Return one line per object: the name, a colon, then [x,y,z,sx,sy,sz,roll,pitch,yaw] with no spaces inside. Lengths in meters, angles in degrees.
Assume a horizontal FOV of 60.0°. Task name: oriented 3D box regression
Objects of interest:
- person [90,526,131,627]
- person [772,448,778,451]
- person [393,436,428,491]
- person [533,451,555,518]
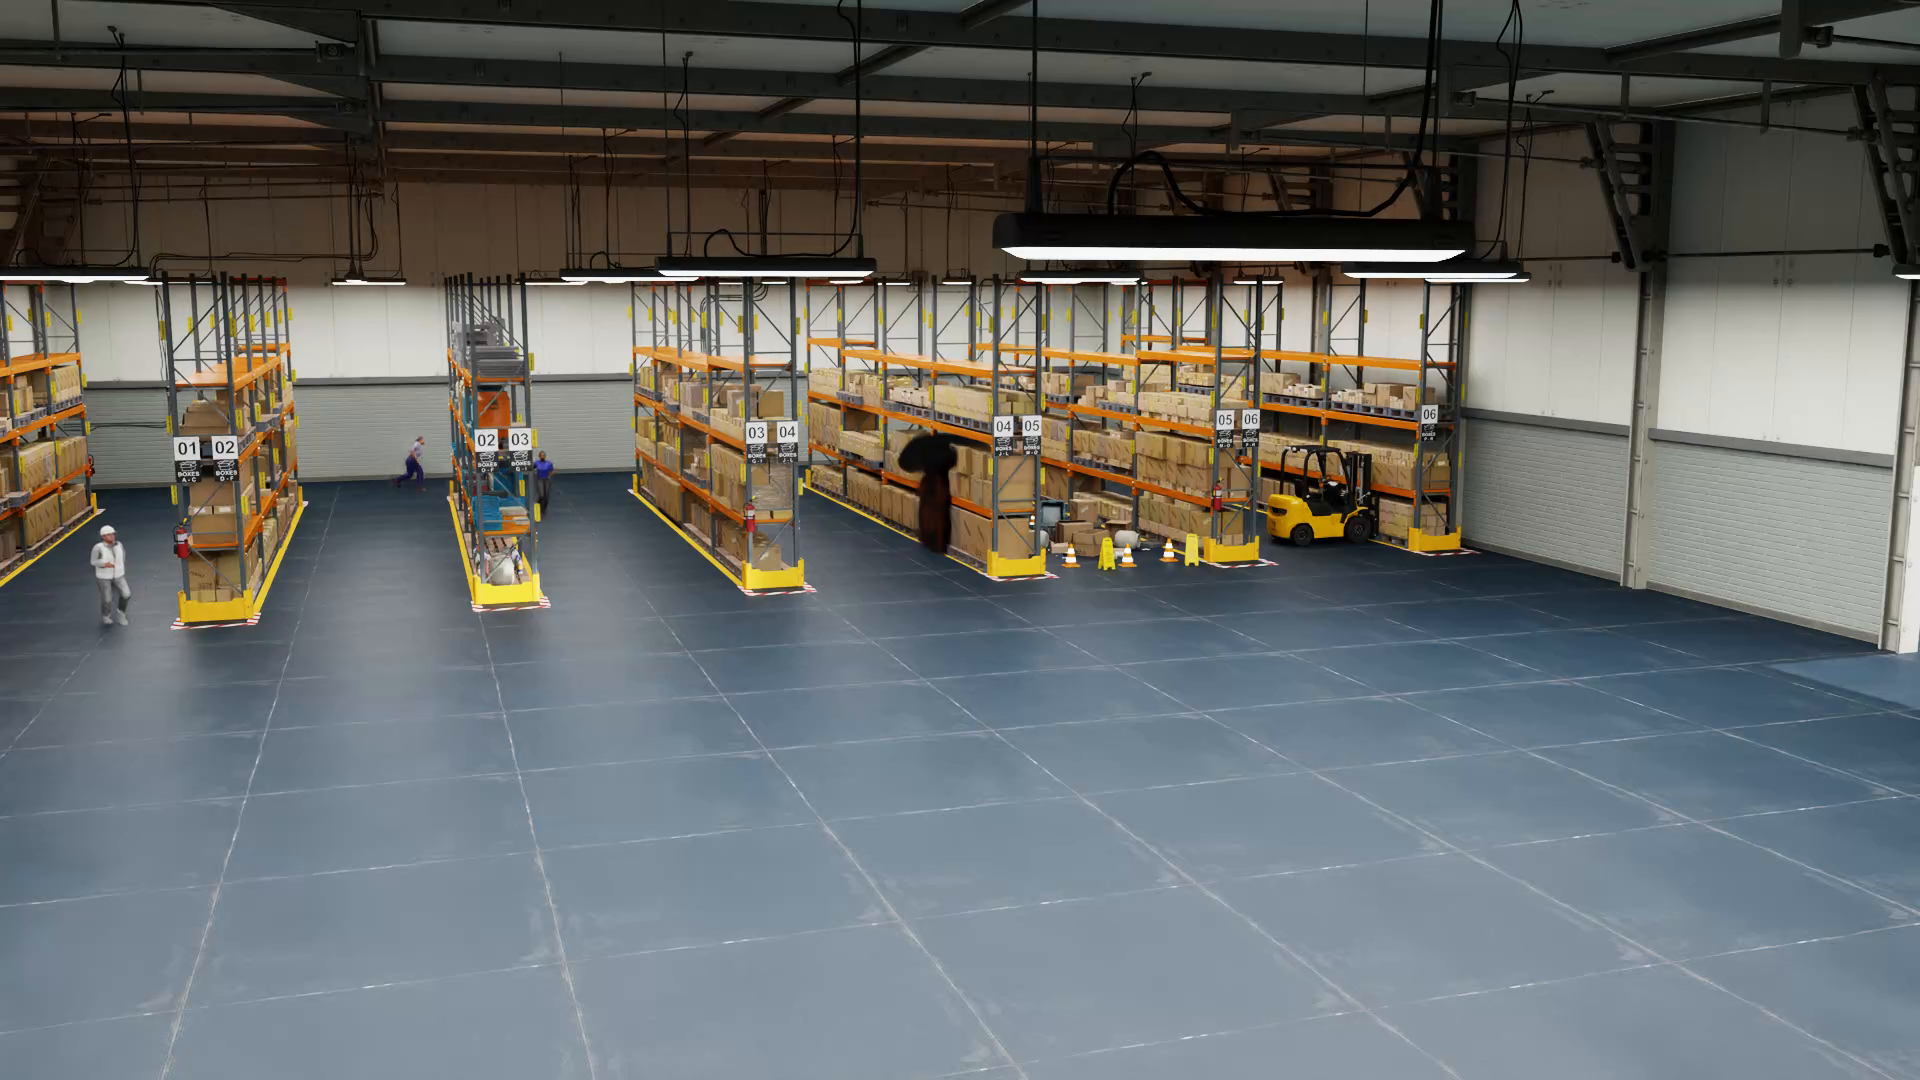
person: [-14.418,0.620,28.243,0.783,1.756,0.652,8,12,43]
person: [-5.619,-2.496,48.803,0.652,1.741,0.608,-2,9,-12]
person: [-15.661,-2.162,47.323,0.953,1.612,0.631,-2,9,-12]
person: [-10.512,-1.408,41.989,0.581,1.690,0.723,-3,9,-22]
